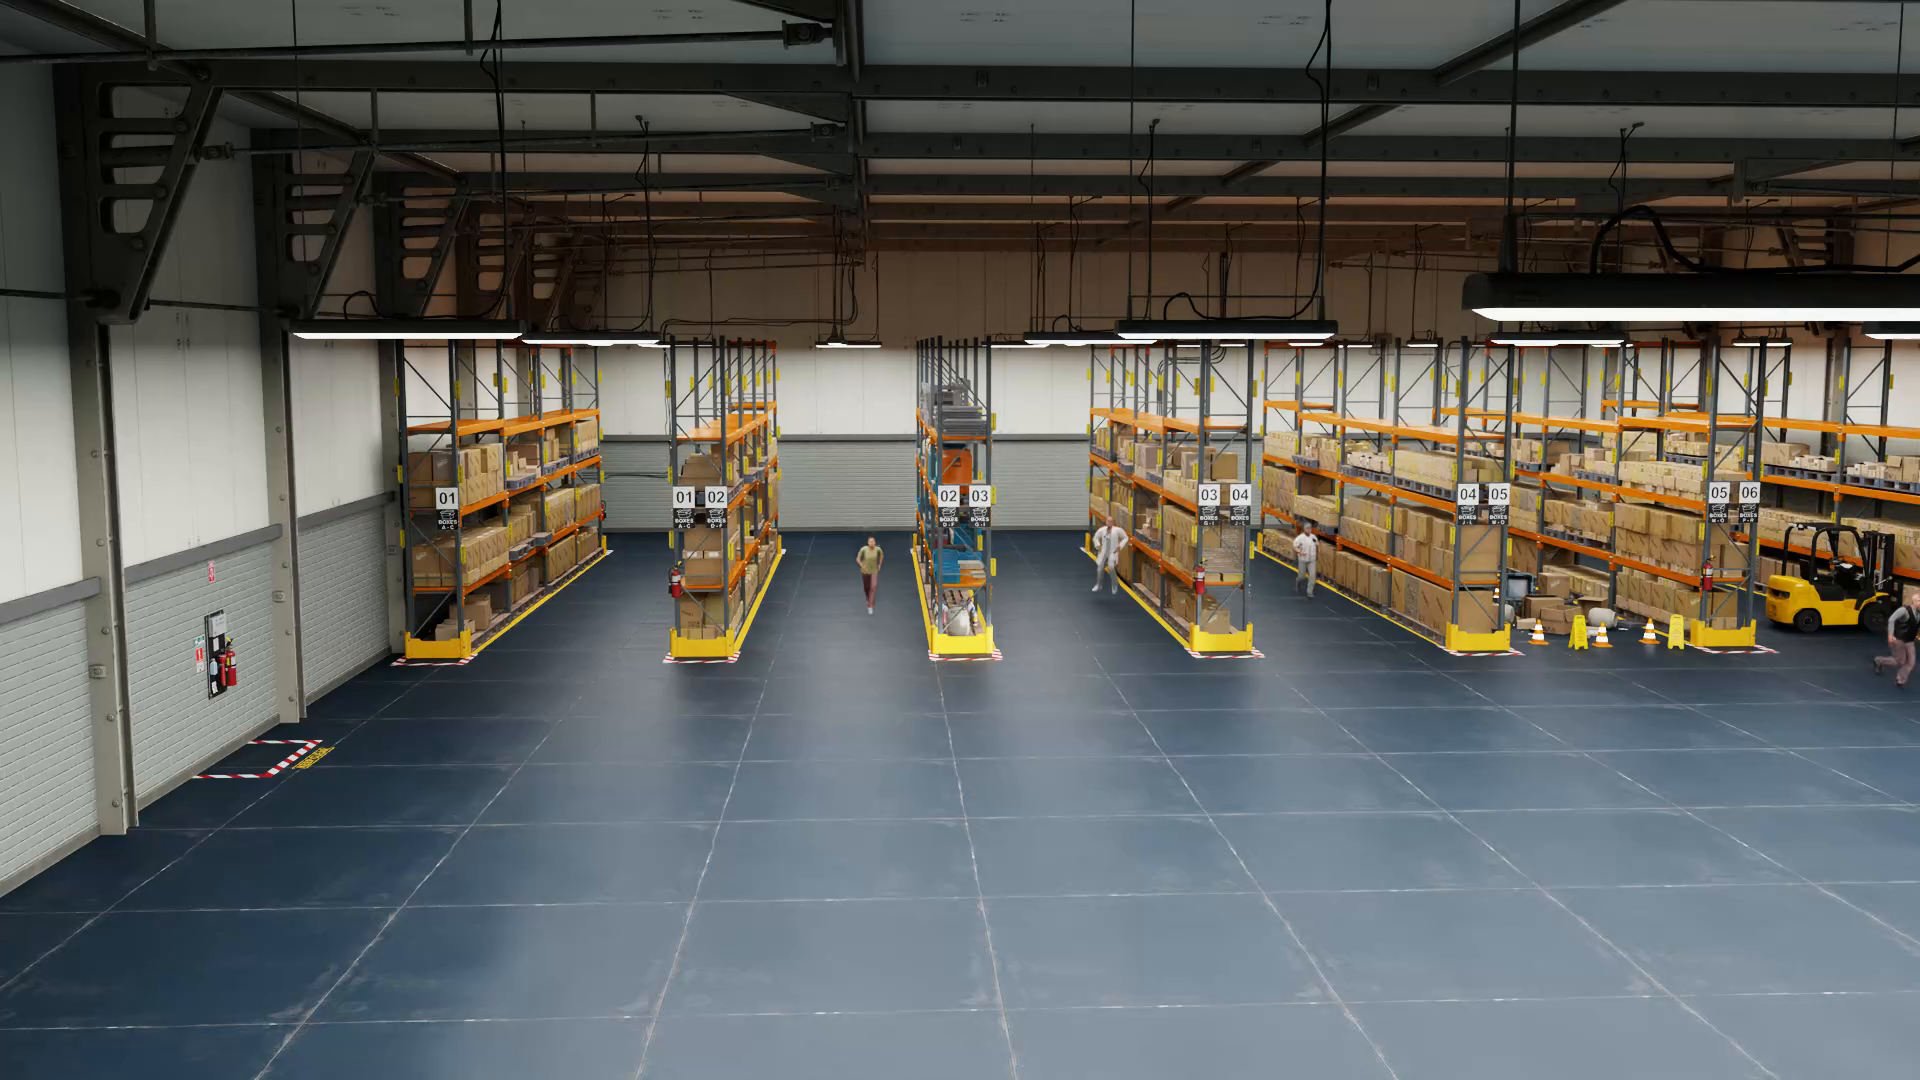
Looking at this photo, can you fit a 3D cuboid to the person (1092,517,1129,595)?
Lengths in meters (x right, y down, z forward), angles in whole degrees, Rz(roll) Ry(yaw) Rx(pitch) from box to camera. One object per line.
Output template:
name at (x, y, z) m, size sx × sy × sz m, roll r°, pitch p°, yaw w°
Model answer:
person at (3.391, 0.336, 37.589) m, size 0.821 × 1.755 × 0.704 m, roll 2°, pitch 7°, yaw 16°

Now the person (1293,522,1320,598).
person at (8.103, 0.448, 38.822) m, size 0.674 × 1.740 × 0.782 m, roll -1°, pitch 7°, yaw -6°

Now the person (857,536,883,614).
person at (-1.957, 0.721, 36.196) m, size 0.579 × 1.660 × 1.060 m, roll -1°, pitch 7°, yaw -5°

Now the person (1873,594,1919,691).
person at (16.002, 1.712, 28.332) m, size 0.657 × 1.666 × 0.832 m, roll -4°, pitch 7°, yaw -28°
